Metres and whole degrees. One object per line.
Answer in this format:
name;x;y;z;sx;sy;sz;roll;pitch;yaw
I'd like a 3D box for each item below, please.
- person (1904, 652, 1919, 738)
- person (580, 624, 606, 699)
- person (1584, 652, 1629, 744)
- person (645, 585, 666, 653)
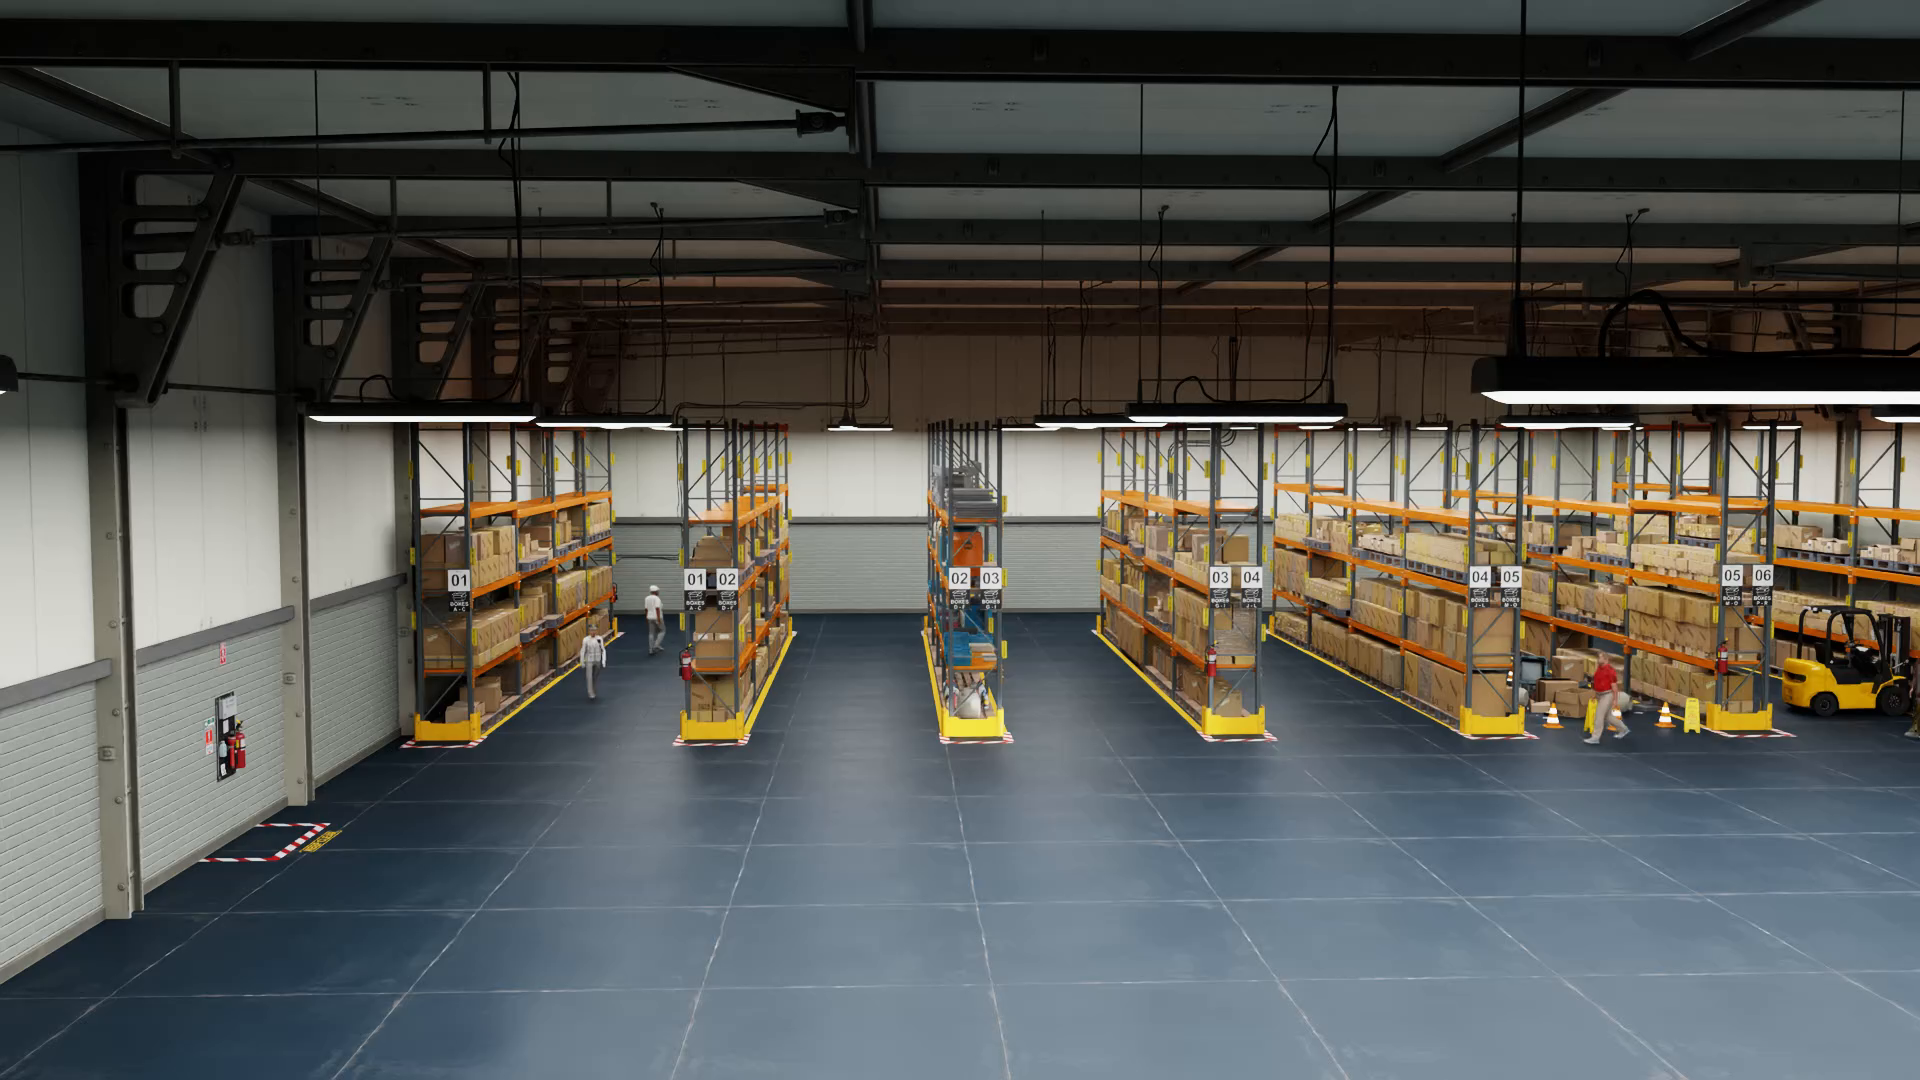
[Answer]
person;18.218;2.843;31.306;1.112;1.736;0.631;-1;4;-12
person;-7.843;2.601;35.649;0.517;1.624;1.027;-2;4;-31
person;11.959;2.903;30.730;1.016;1.680;0.580;-1;4;-12
person;-7.972;2.059;43.325;0.580;1.750;0.484;1;4;18
